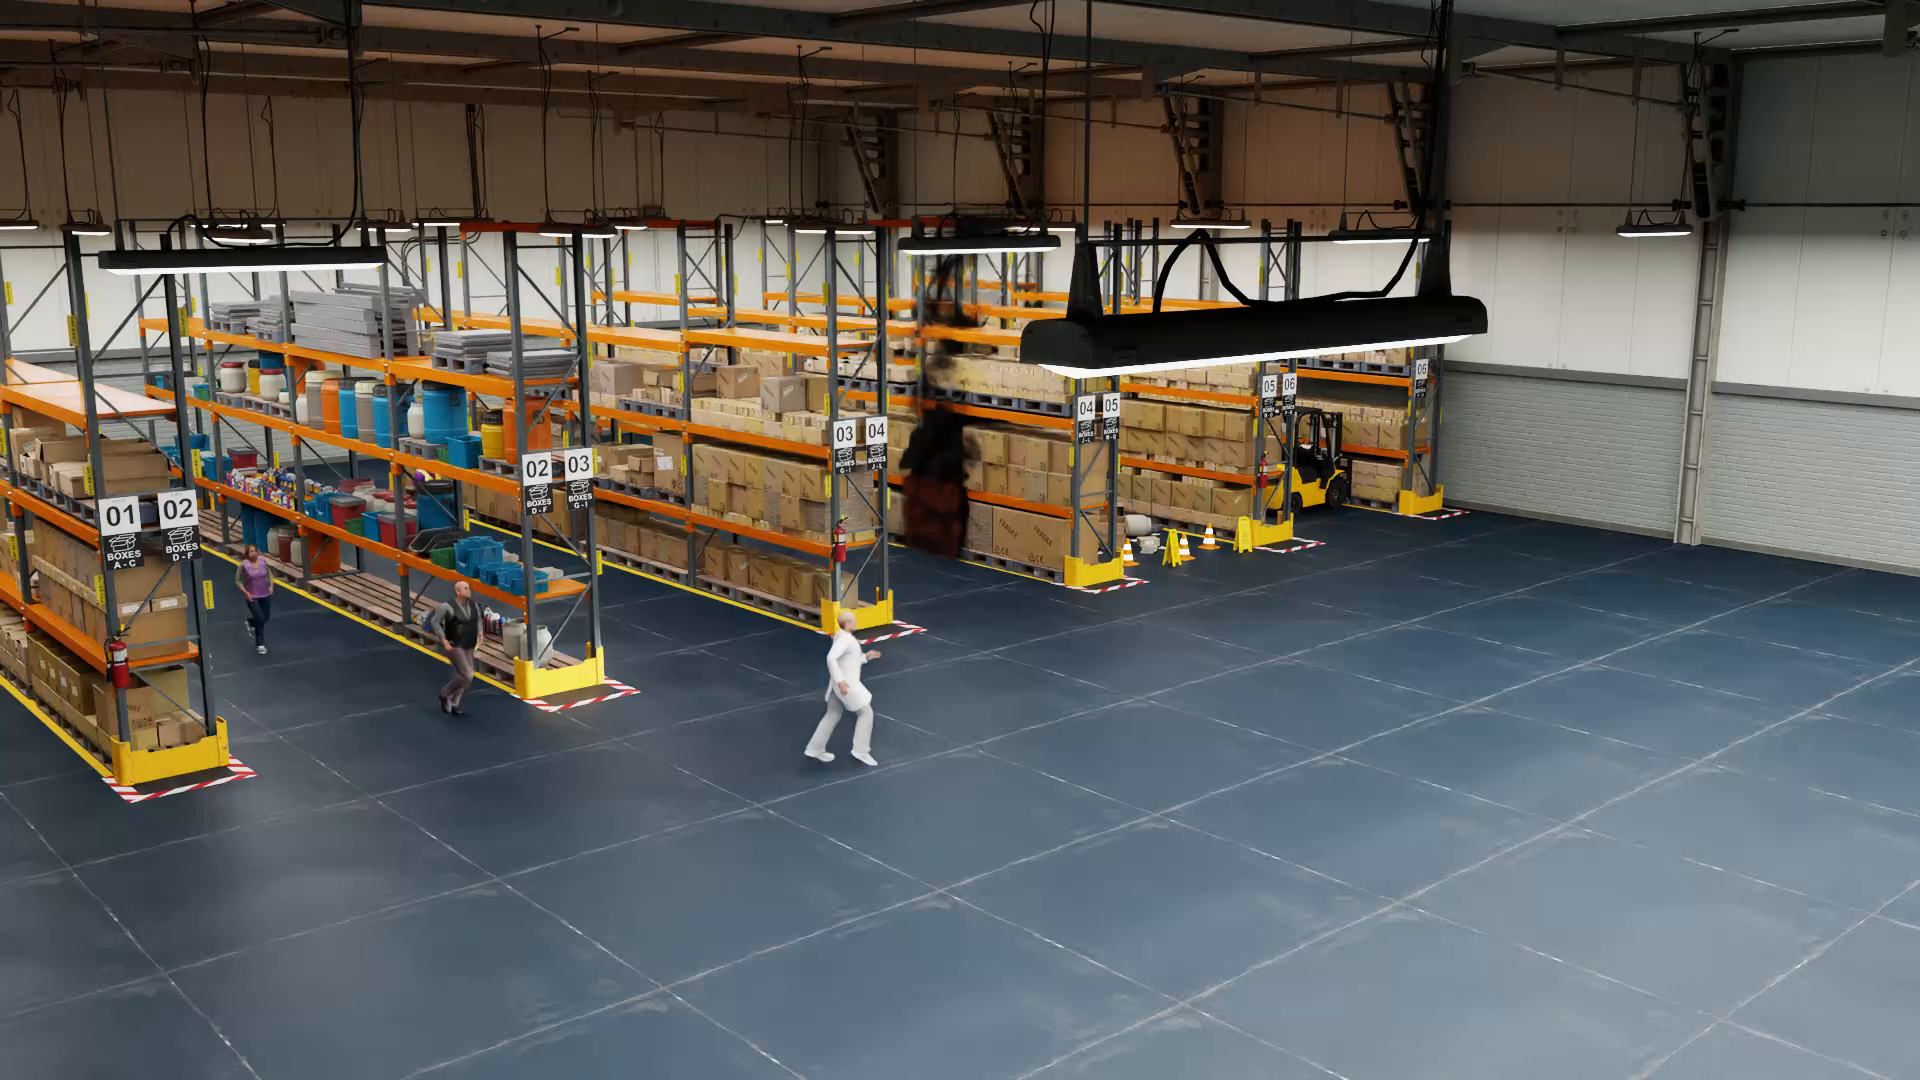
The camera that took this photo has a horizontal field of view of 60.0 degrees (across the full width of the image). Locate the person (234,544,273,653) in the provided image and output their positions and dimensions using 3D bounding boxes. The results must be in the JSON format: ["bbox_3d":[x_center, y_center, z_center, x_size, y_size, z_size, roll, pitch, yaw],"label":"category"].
[{"bbox_3d":[-10.164,0.818,23.937,0.606,1.573,0.546,11,16,43],"label":"person"}]

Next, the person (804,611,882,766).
[{"bbox_3d":[-1.322,1.709,18.908,0.937,1.847,0.666,-5,12,-22],"label":"person"}]

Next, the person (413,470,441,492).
[{"bbox_3d":[-9.832,-0.709,30.864,0.910,1.805,0.688,9,15,39],"label":"person"}]

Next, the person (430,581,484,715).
[{"bbox_3d":[-6.244,1.356,20.952,0.552,1.677,0.670,7,13,30],"label":"person"}]
